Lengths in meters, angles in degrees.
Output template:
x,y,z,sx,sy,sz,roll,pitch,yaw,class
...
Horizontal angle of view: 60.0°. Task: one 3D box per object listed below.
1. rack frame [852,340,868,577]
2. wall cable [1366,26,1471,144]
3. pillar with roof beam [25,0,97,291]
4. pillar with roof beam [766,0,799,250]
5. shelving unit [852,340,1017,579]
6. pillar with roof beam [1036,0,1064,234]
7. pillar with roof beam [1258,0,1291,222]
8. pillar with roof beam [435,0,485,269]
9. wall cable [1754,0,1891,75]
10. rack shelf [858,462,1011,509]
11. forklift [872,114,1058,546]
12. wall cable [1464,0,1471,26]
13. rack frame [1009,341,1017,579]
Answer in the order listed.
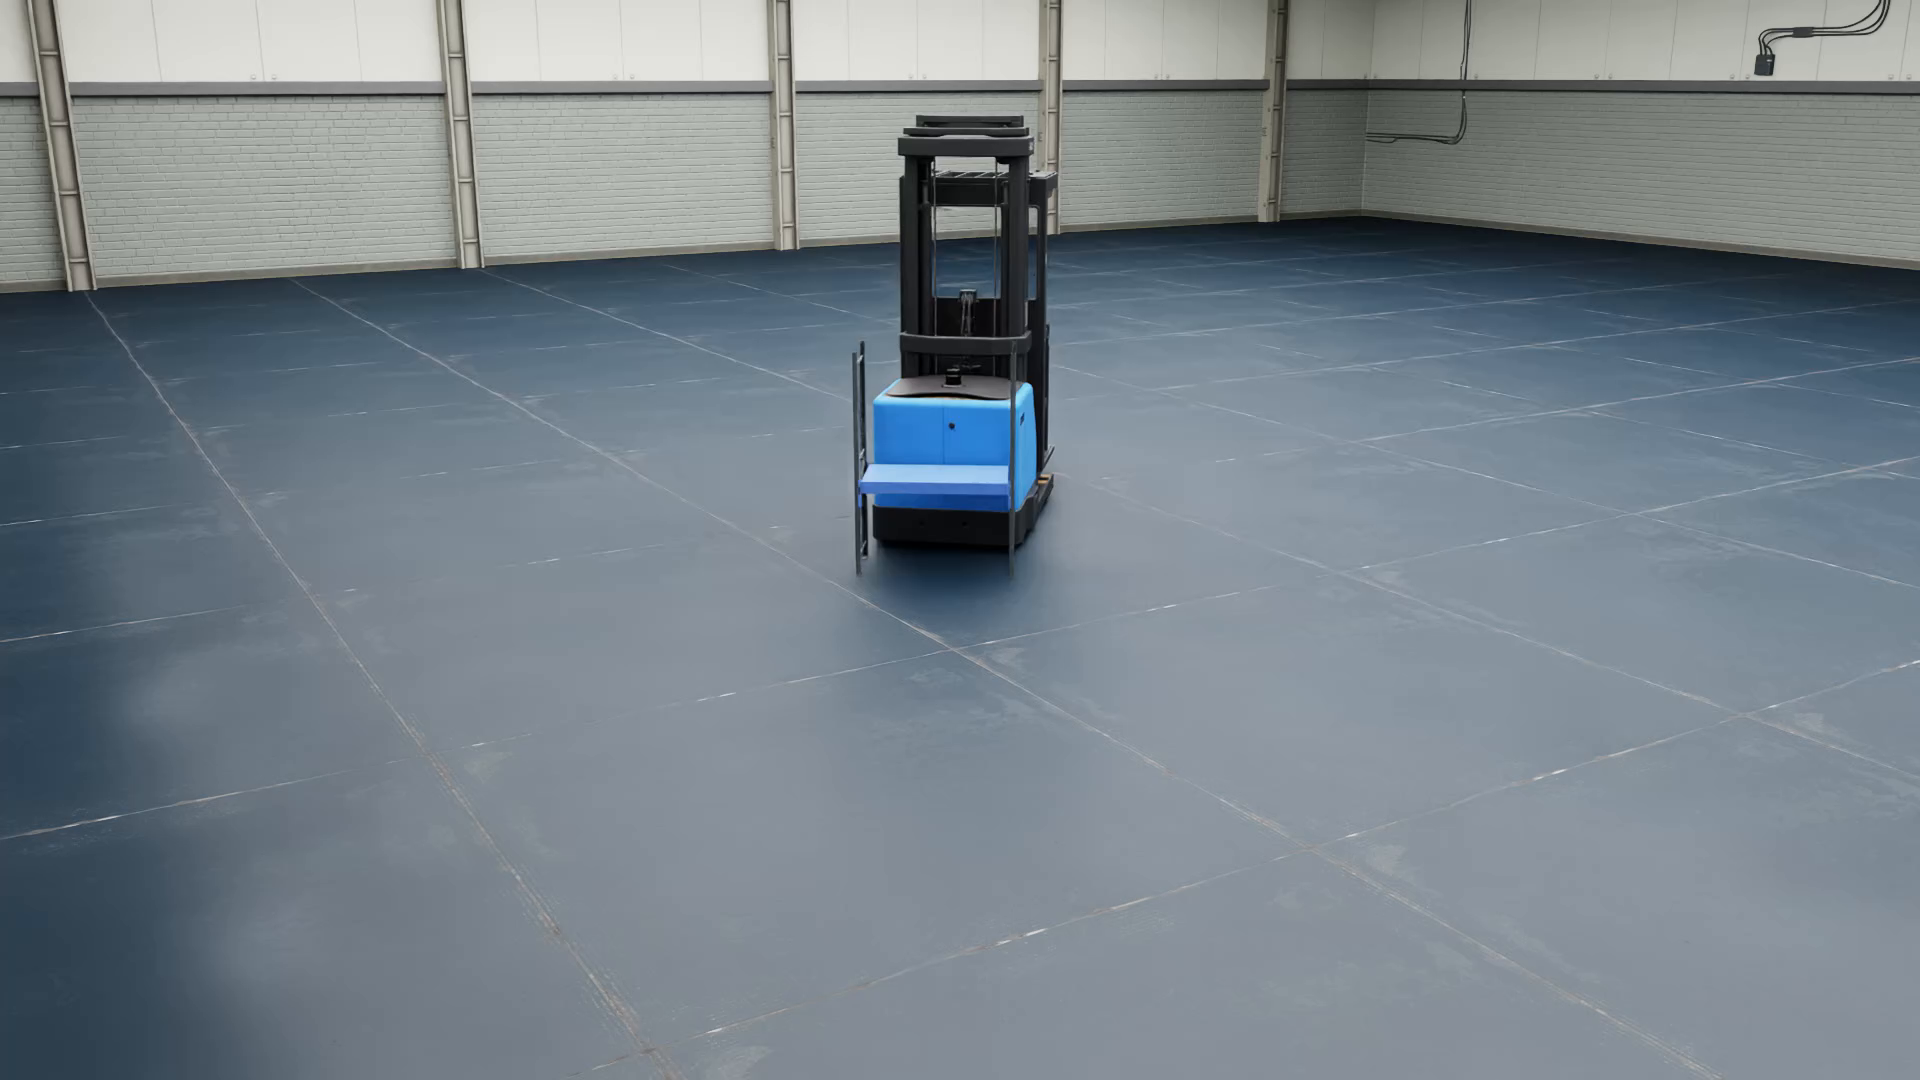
x,y,z,sx,sy,sz,roll,pitch,yaw,class
-0.663,-0.546,11.079,0.032,1.500,0.500,1,16,3,rack frame
10.188,-10.156,37.222,0.112,2.526,3.097,-9,18,-30,wall cable
-11.374,-7.216,20.979,0.400,9.000,9.100,-9,18,-30,pillar with roof beam
-1.087,-8.884,26.930,0.400,9.000,9.100,-9,18,-30,pillar with roof beam
-0.156,-0.539,11.054,1.048,1.500,0.538,1,16,3,shelving unit
4.056,-9.718,29.905,0.400,9.000,9.100,-9,18,-30,pillar with roof beam
9.199,-10.552,32.880,0.400,9.000,9.100,-9,18,-30,pillar with roof beam
-6.230,-8.050,23.954,0.400,9.000,9.100,-9,18,-30,pillar with roof beam
15.064,-11.090,28.500,0.169,6.003,2.305,-9,18,-30,wall cable
-0.156,-0.366,11.102,1.000,0.185,0.538,1,16,3,rack shelf
0.140,-1.723,12.628,1.130,2.935,3.031,3,16,9,forklift
11.581,-11.962,34.307,0.112,2.526,3.097,-9,18,-30,wall cable
0.352,-0.532,11.028,0.032,1.500,0.500,1,16,3,rack frame
